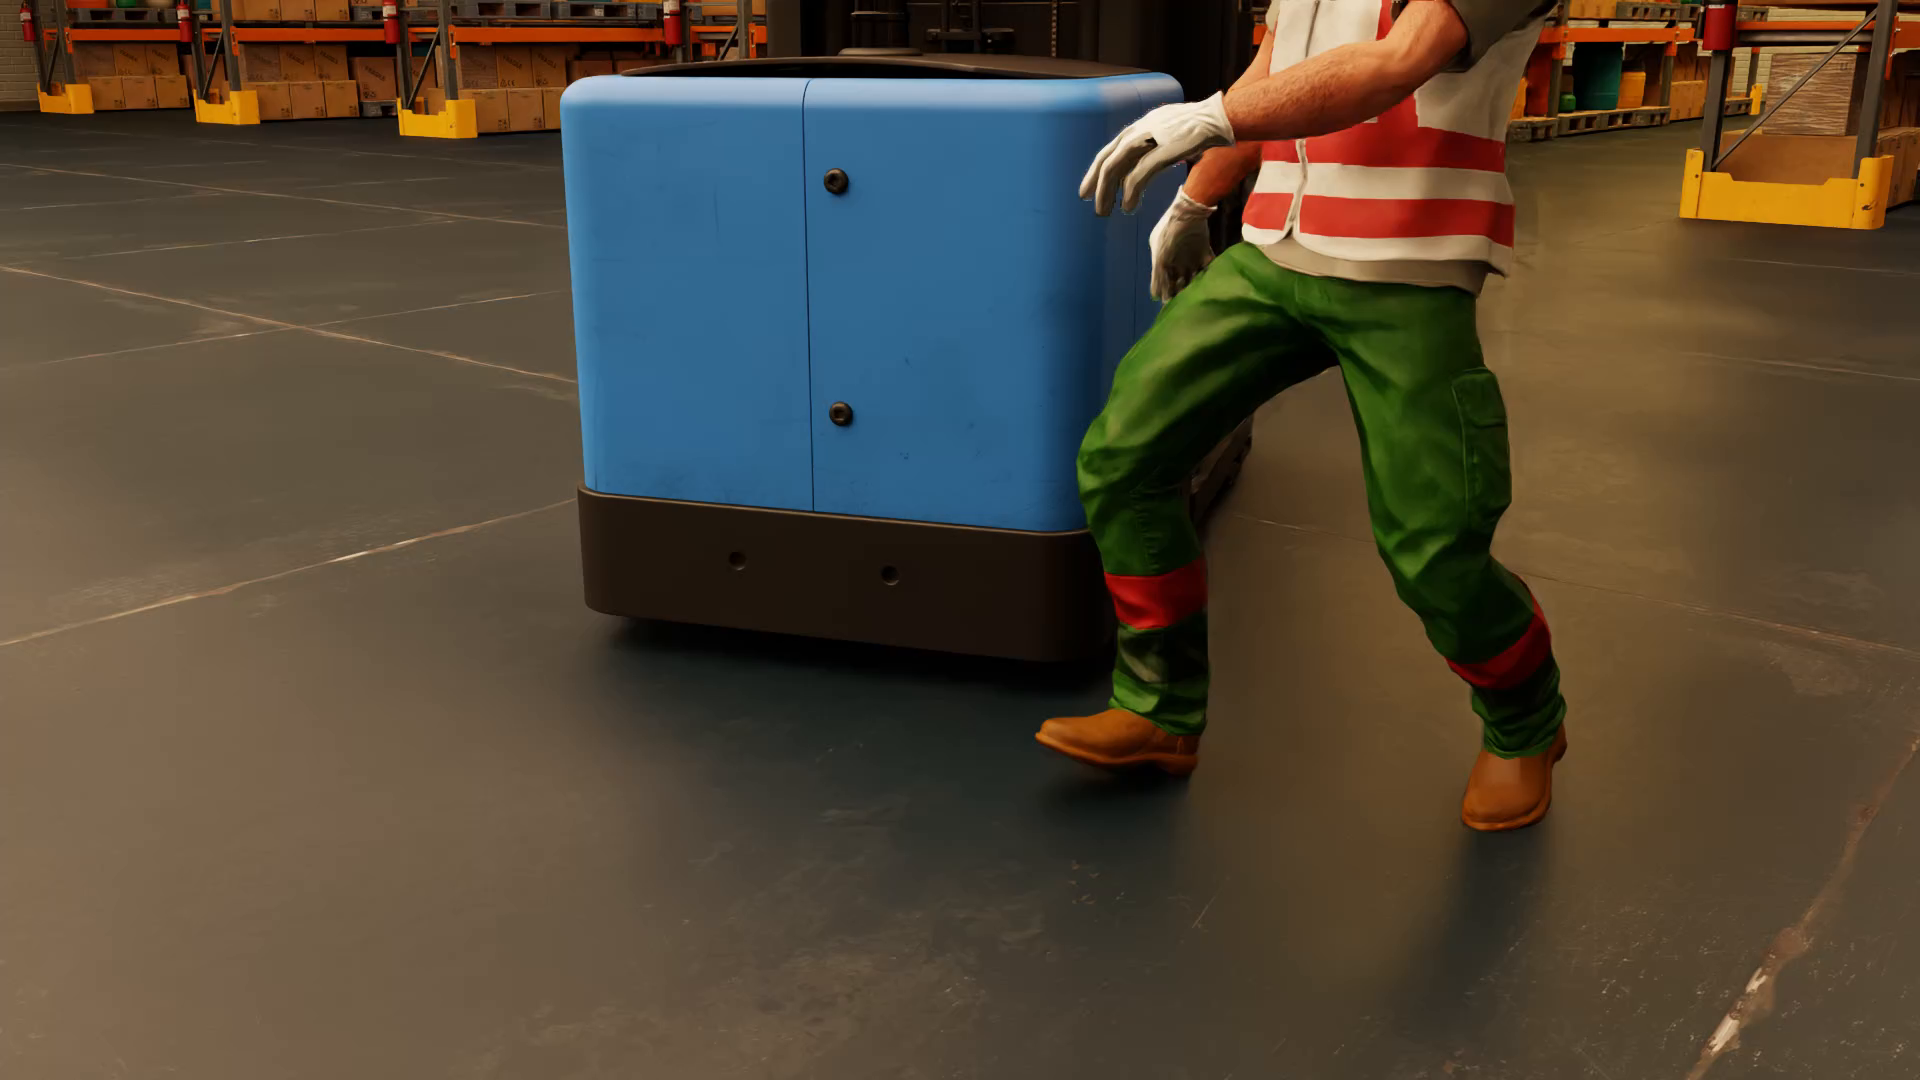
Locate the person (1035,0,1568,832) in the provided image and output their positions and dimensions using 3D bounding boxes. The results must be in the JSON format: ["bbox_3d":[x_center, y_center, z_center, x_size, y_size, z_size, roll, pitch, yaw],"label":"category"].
[{"bbox_3d":[0.498,-0.413,2.444,0.828,1.697,0.756,-10,20,-30],"label":"person"}]

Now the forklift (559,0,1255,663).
[{"bbox_3d":[0.182,-1.571,4.072,1.130,2.935,3.031,5,18,17],"label":"forklift"}]
